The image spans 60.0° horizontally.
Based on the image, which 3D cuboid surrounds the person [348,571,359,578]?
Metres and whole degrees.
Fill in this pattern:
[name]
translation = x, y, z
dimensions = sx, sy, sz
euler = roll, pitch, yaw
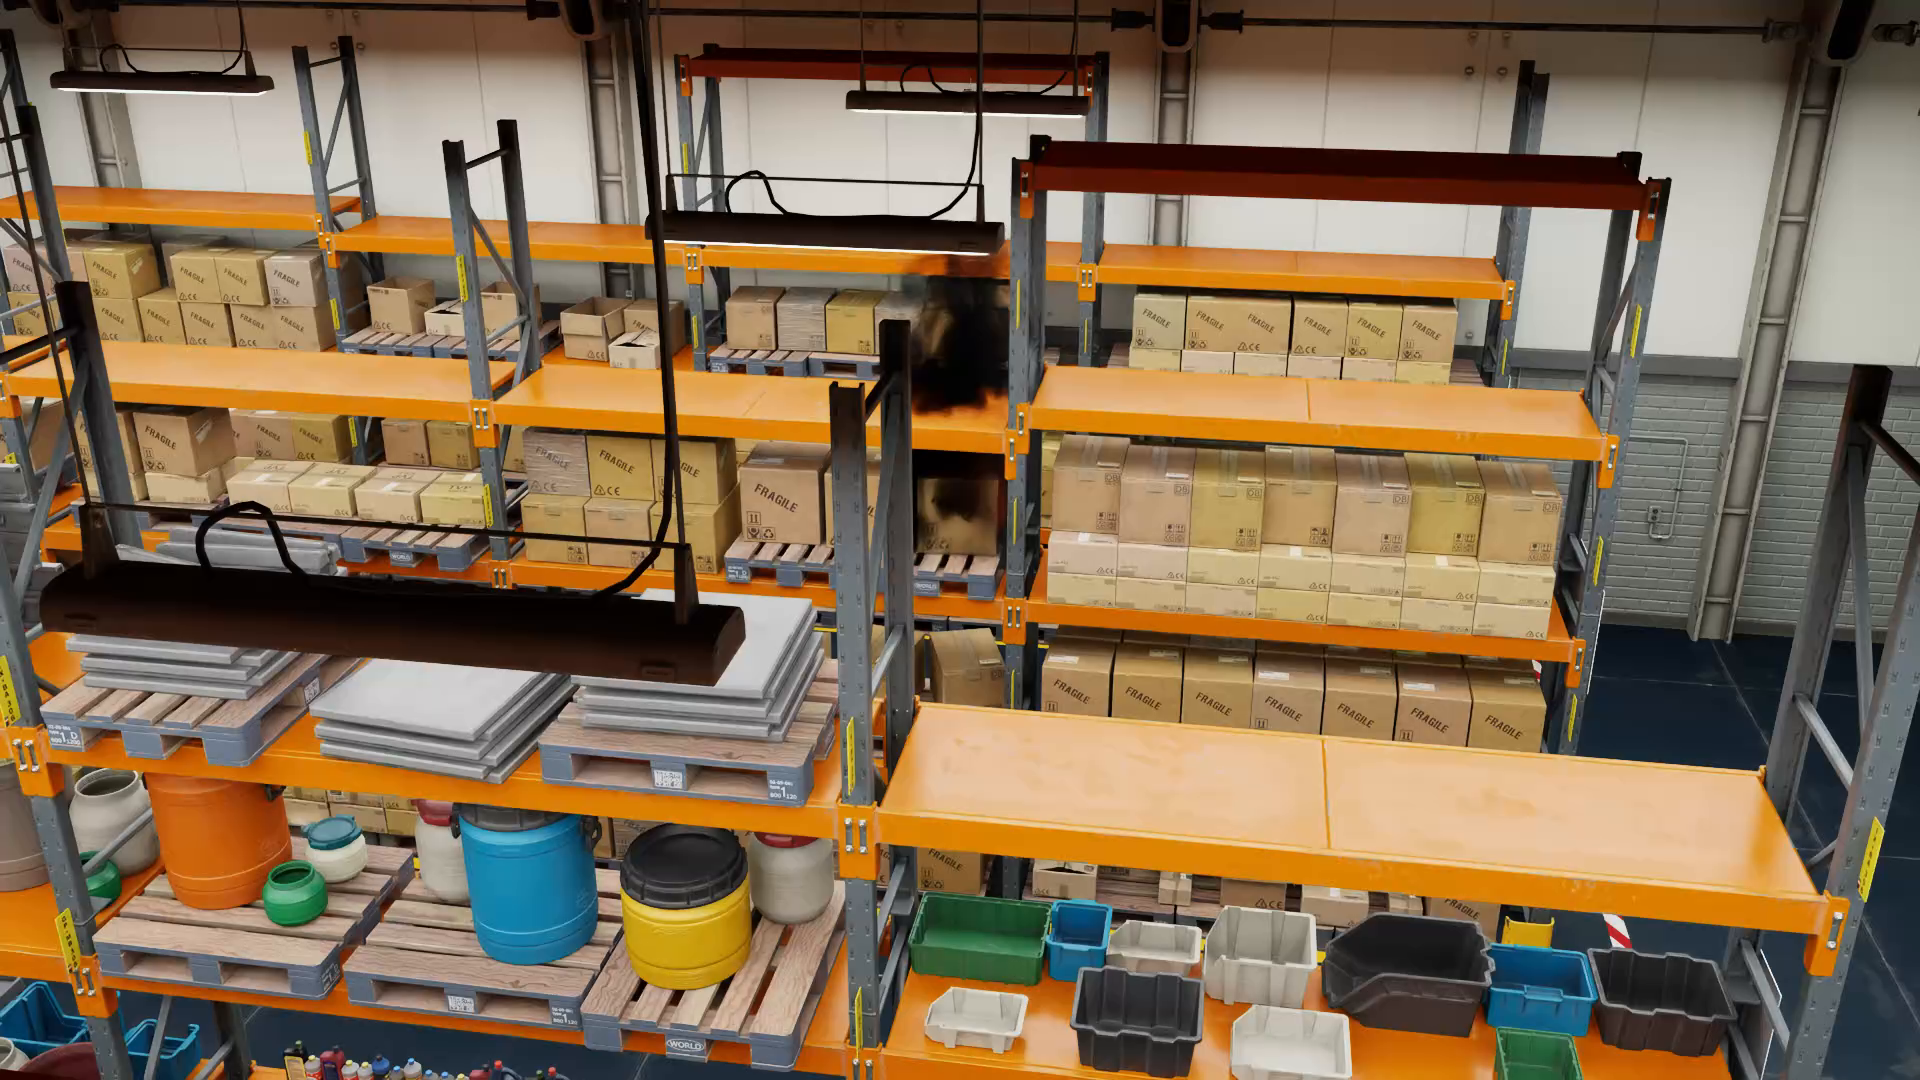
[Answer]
[person]
translation = -5.740, 0.977, 15.899
dimensions = 0.752, 1.679, 0.669
euler = 3, 23, 8
